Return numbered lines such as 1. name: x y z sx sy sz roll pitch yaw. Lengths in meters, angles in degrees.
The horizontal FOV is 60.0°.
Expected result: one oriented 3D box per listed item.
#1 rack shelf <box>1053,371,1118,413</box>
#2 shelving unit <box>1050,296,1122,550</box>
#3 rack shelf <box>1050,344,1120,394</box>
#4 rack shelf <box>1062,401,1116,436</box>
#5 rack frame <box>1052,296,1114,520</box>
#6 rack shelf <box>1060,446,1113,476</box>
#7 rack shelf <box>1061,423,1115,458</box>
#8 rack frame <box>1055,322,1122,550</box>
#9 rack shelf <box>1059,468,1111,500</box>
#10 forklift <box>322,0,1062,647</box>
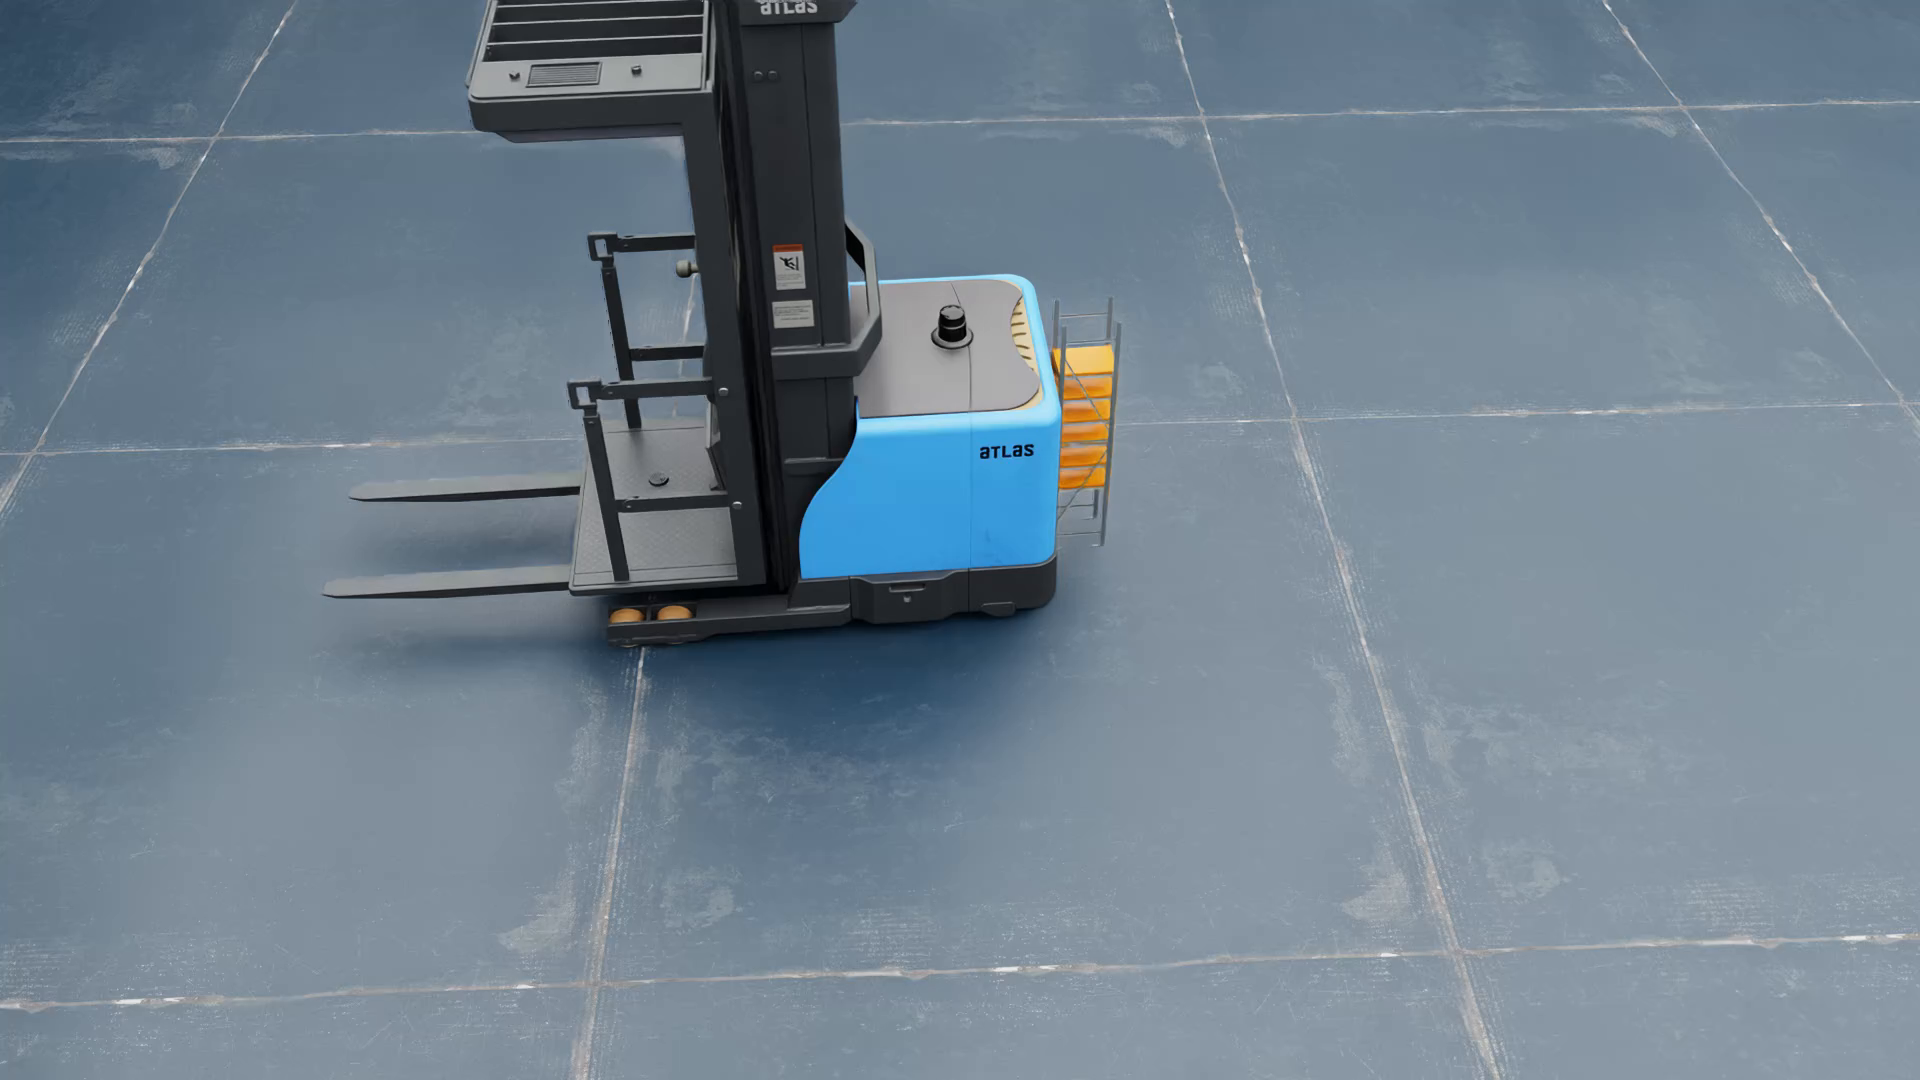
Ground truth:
1. rack shelf: 0.510 -0.614 6.892 0.258 0.103 0.180 -4 43 -5
2. shelving unit: 0.510 -0.470 7.024 0.258 1.200 0.189 -4 43 -5
3. rack shelf: 0.510 -0.702 6.811 0.258 0.103 0.180 -4 43 -5
4. rack shelf: 0.510 -0.525 6.973 0.258 0.103 0.180 -4 43 -5
5. rack frame: 0.500 -0.531 7.091 0.240 1.200 0.006 -4 43 -5
6. rack shelf: 0.510 -0.348 7.135 0.258 0.103 0.180 -4 43 -5
7. rack shelf: 0.510 -0.437 7.054 0.258 0.103 0.180 -4 43 -5
8. rack frame: 0.521 -0.408 6.957 0.240 1.200 0.006 -4 43 -5
9. rack shelf: 0.510 -0.260 7.216 0.258 0.103 0.180 -4 43 -5
10. forklift: -1.142 -1.010 6.332 3.031 2.935 1.130 -4 43 -4
